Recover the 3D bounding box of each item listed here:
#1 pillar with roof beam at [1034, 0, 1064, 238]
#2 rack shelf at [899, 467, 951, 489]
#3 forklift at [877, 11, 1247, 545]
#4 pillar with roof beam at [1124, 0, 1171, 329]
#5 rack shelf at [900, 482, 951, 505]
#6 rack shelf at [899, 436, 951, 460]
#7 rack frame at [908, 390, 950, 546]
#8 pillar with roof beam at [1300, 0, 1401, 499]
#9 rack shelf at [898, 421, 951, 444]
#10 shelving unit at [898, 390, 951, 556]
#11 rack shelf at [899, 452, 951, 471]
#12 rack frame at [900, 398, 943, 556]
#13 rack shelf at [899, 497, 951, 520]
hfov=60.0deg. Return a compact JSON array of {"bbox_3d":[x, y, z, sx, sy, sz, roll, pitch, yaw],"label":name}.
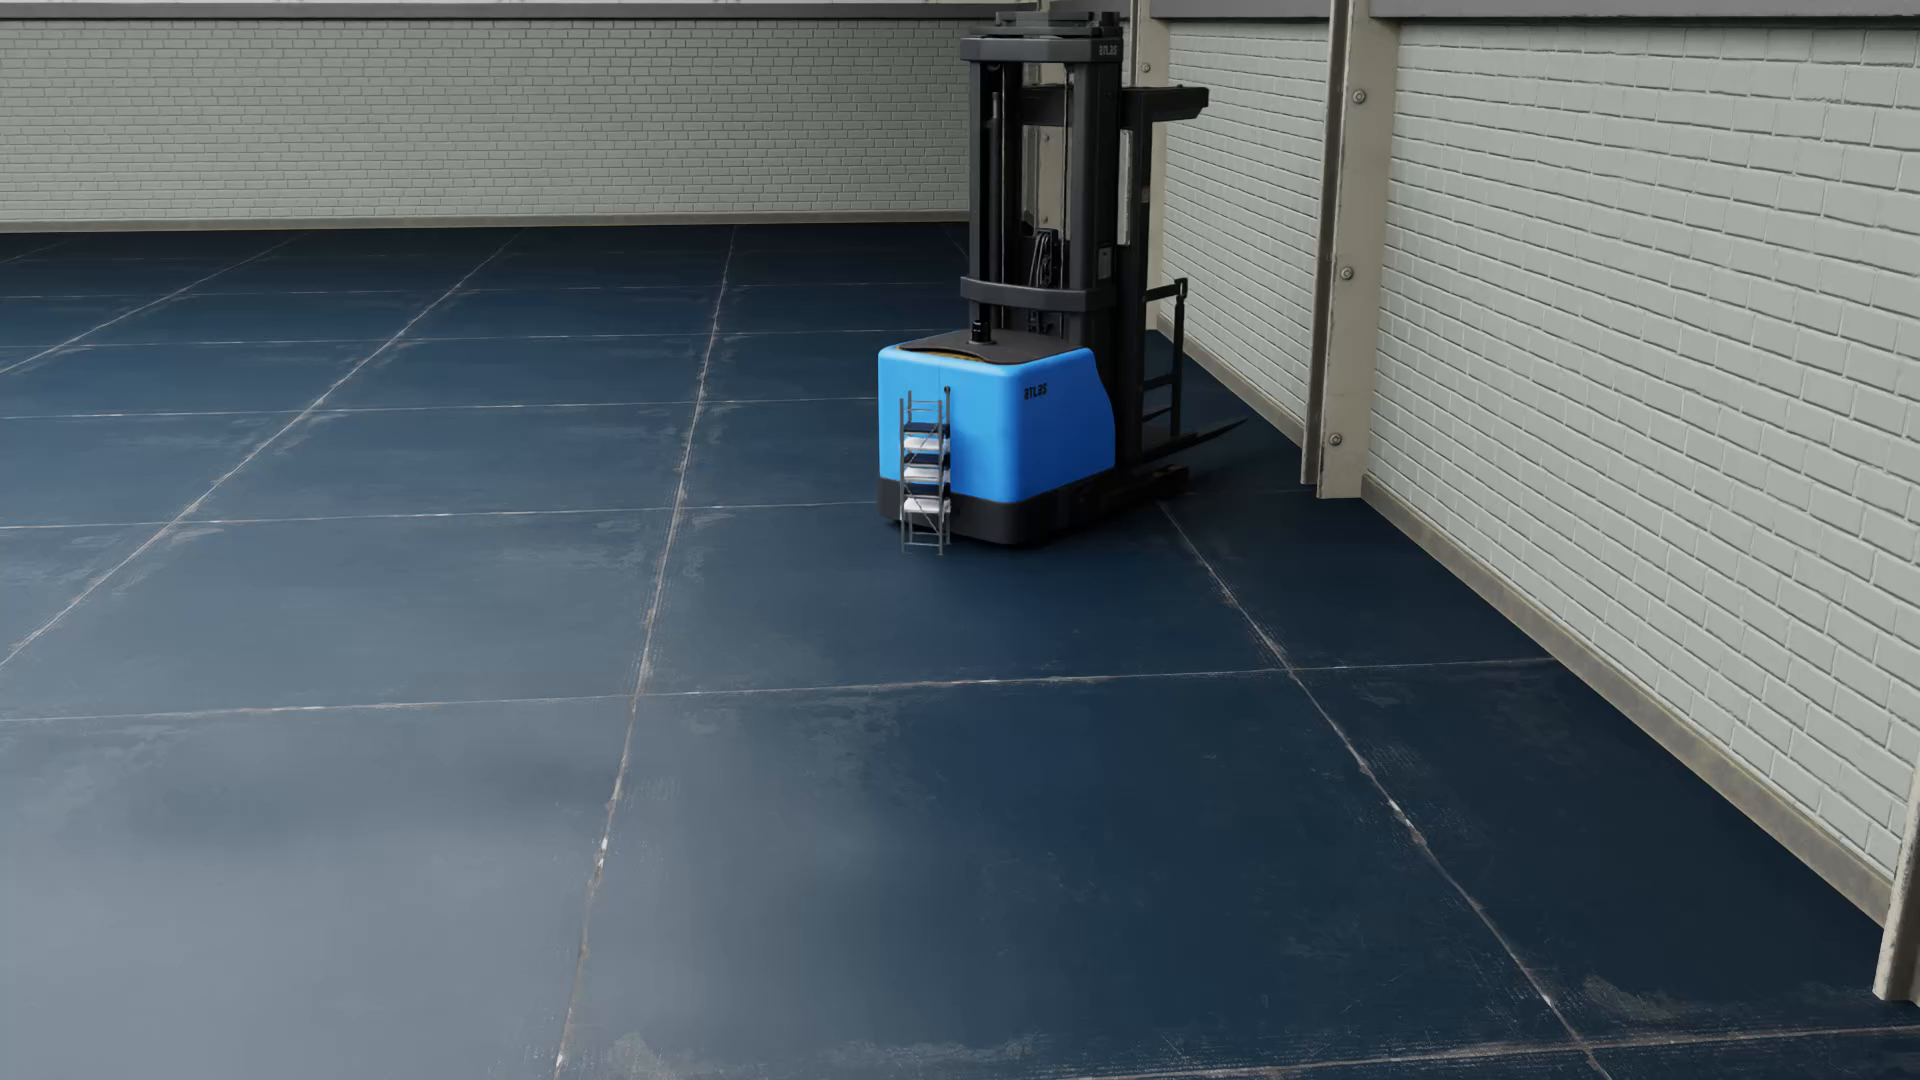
[{"bbox_3d":[-3.118,-8.062,20.333,9.100,9.000,0.400,-2,18,-6],"label":"pillar with roof beam"},{"bbox_3d":[-0.195,-0.344,9.381,0.258,0.077,0.200,3,18,11],"label":"rack shelf"},{"bbox_3d":[0.815,-1.745,10.341,1.130,2.935,3.031,13,22,36],"label":"forklift"},{"bbox_3d":[-2.499,-6.274,14.639,9.100,9.000,0.400,-2,18,-6],"label":"pillar with roof beam"},{"bbox_3d":[-0.195,-0.258,9.408,0.258,0.077,0.200,3,18,11],"label":"rack shelf"},{"bbox_3d":[-0.195,-0.515,9.327,0.258,0.077,0.200,3,18,11],"label":"rack shelf"},{"bbox_3d":[-0.175,-0.405,9.466,0.240,0.900,0.006,3,18,11],"label":"rack frame"},{"bbox_3d":[-1.881,-4.487,8.945,9.100,9.000,0.400,-2,18,-6],"label":"pillar with roof beam"},{"bbox_3d":[-0.195,-0.601,9.300,0.258,0.077,0.200,3,18,11],"label":"rack shelf"},{"bbox_3d":[-0.195,-0.376,9.371,0.258,0.900,0.210,3,18,11],"label":"shelving unit"},{"bbox_3d":[-0.195,-0.430,9.354,0.258,0.077,0.200,3,18,11],"label":"rack shelf"},{"bbox_3d":[-0.215,-0.346,9.276,0.240,0.900,0.006,3,18,11],"label":"rack frame"},{"bbox_3d":[-0.195,-0.172,9.435,0.258,0.077,0.200,3,18,11],"label":"rack shelf"}]
